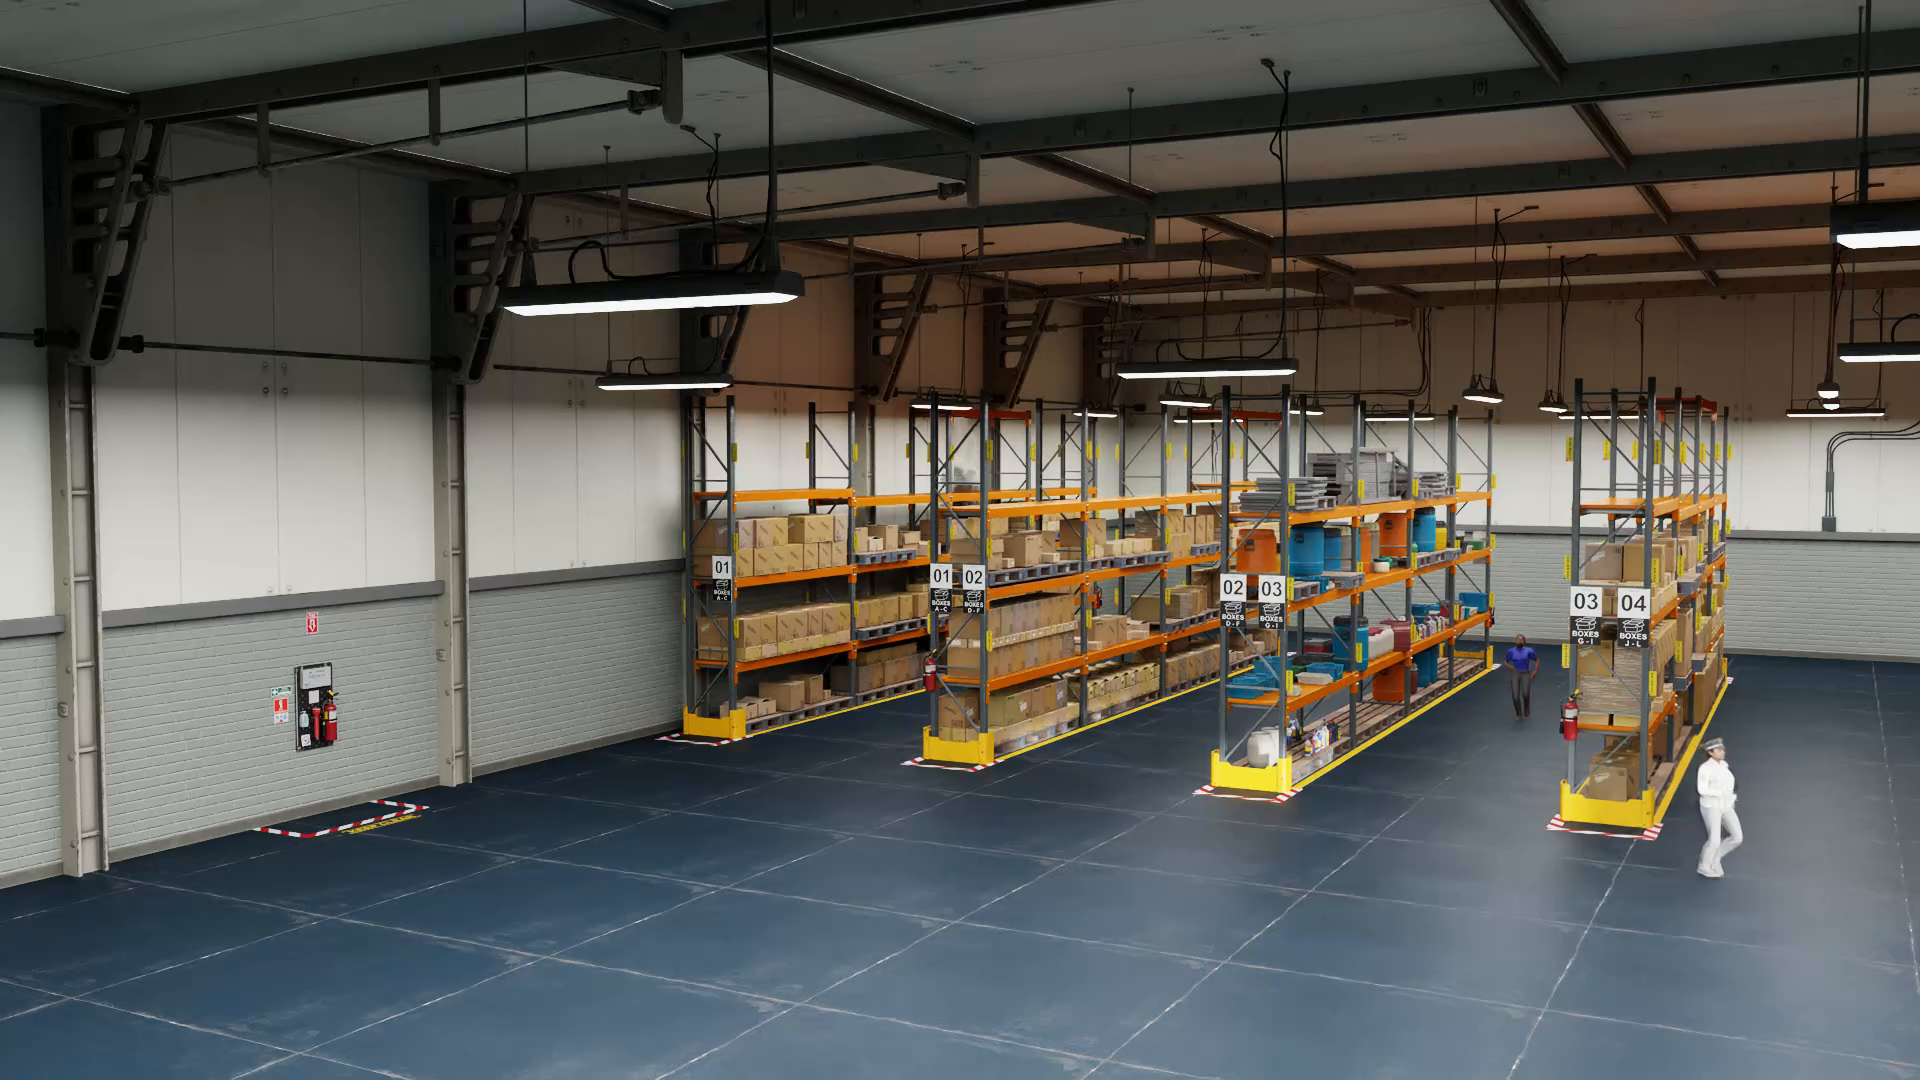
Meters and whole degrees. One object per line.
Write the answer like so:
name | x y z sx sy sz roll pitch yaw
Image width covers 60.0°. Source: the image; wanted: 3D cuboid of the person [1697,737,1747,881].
person | 8.914 3.141 19.395 0.595 1.699 0.624 -1 3 -25

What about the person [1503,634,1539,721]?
person | 10.393 2.555 30.833 0.618 1.631 0.603 1 3 23
